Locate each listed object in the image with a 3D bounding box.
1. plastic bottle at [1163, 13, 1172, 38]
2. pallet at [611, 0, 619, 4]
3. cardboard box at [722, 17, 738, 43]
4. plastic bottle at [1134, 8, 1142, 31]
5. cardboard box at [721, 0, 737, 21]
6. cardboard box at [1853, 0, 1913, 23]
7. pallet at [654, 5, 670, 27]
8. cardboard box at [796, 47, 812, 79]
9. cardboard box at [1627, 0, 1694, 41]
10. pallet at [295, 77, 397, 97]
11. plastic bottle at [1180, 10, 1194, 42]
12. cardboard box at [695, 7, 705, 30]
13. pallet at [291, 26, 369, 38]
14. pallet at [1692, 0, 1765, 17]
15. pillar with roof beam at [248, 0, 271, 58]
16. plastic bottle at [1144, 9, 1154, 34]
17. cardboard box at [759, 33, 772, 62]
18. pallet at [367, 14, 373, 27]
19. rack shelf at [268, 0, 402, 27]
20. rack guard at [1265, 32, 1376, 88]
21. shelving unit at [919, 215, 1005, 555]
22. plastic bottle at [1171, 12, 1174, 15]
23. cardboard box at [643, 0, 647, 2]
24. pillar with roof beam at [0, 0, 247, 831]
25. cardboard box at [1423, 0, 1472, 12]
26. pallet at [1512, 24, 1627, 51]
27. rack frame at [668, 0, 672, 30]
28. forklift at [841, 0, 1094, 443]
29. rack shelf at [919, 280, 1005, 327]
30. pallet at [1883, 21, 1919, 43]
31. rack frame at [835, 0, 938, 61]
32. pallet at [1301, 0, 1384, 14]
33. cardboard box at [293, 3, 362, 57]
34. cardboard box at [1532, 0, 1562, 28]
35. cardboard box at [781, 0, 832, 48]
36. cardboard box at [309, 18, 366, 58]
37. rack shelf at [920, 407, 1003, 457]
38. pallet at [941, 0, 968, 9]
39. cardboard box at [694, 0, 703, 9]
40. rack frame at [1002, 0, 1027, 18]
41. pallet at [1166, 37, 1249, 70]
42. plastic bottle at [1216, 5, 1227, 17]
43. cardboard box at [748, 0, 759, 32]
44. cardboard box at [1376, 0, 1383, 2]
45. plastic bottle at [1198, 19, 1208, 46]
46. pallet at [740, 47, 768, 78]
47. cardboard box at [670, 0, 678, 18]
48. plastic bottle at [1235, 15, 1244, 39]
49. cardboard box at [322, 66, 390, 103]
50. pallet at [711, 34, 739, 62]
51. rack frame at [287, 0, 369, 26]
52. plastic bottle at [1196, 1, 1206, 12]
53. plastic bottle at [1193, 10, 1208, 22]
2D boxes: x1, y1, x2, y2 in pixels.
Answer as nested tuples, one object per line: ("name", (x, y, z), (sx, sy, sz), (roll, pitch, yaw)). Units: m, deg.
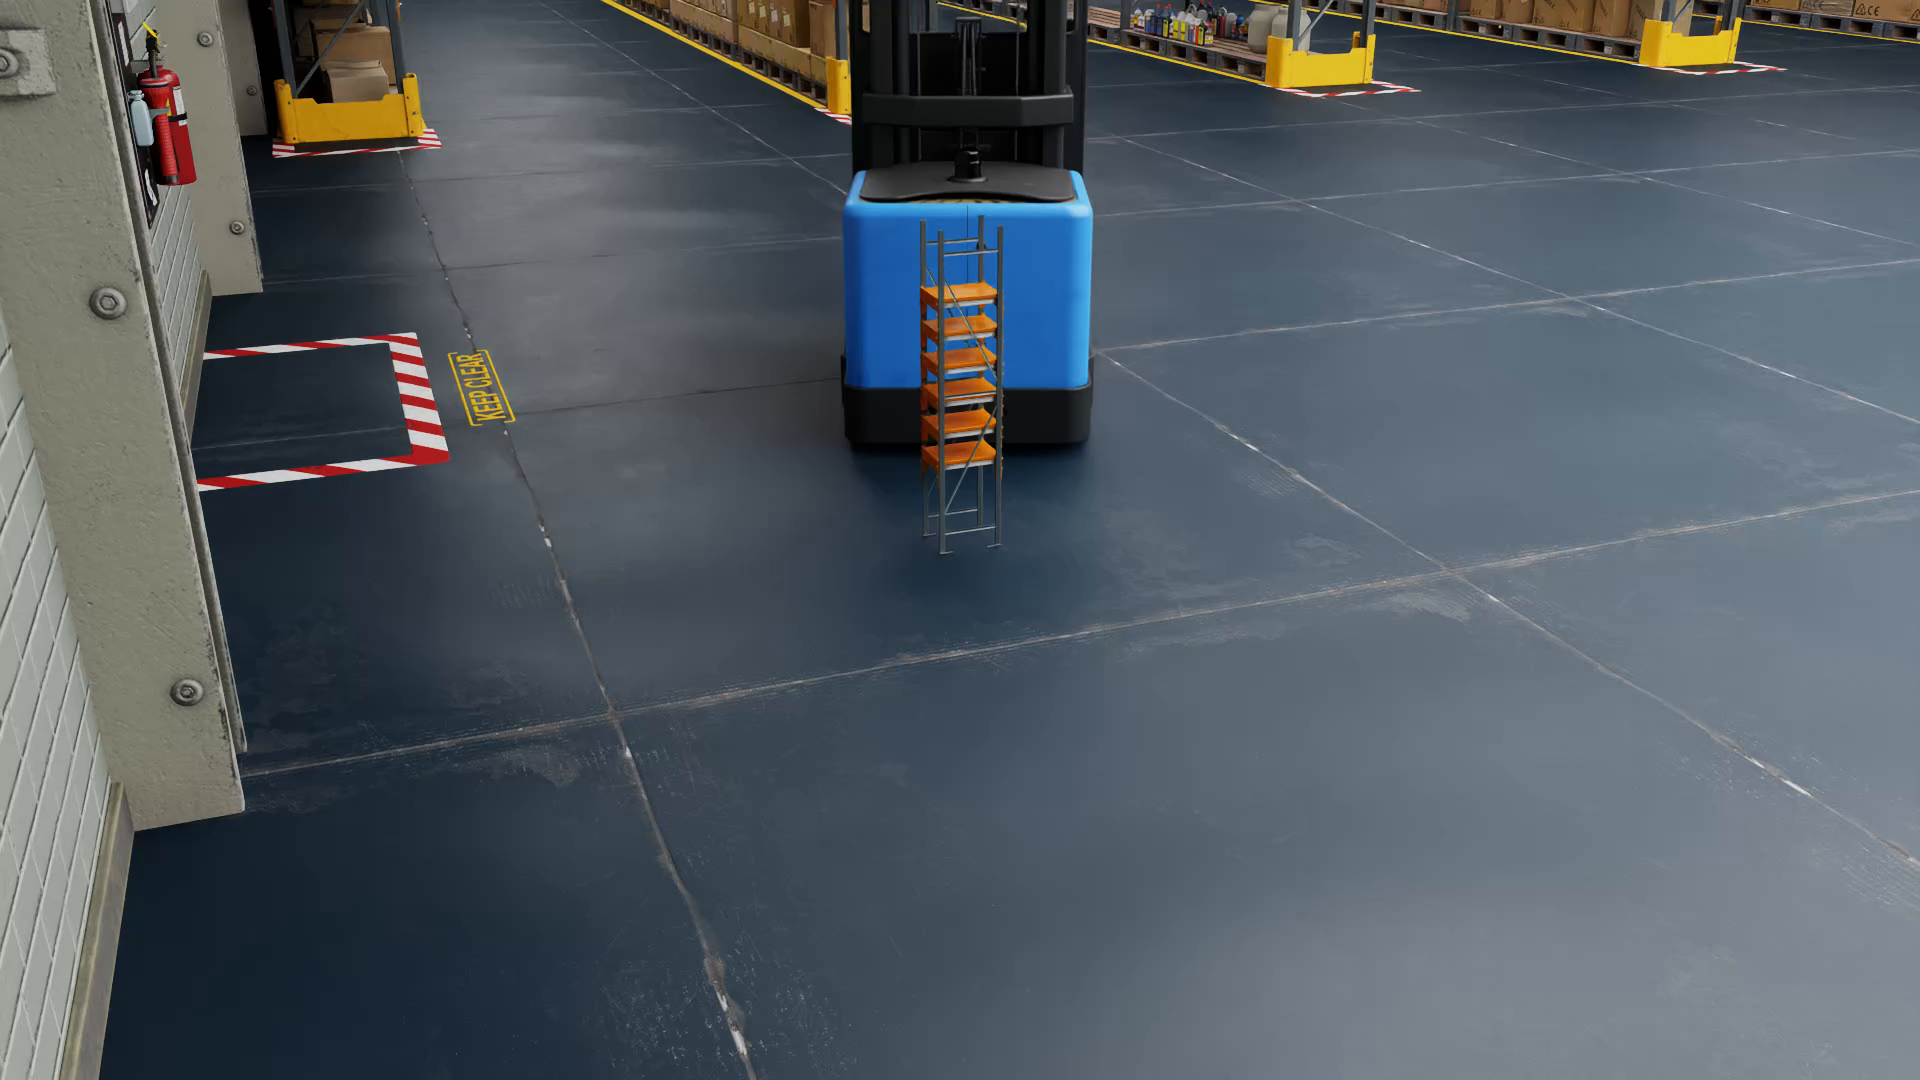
("plastic bottle", (2.502, -6.201, 20.031), (0.061, 0.283, 0.133), (-7, 24, -17))
("pallet", (-5.184, -8.928, 27.160), (1.003, 0.211, 1.213), (-8, 24, -19))
("cardboard box", (-2.534, -6.094, 19.845), (0.500, 0.250, 0.500), (-9, 24, -20))
("plastic bottle", (2.221, -6.504, 20.766), (0.097, 0.271, 0.097), (0, 23, 0))
("cardboard box", (-2.528, -6.349, 19.729), (0.500, 0.311, 0.500), (-8, 24, -19))
("cardboard box", (12.627, -7.376, 22.082), (0.875, 0.875, 0.875), (-9, 24, -20))
("pallet", (-3.758, -7.501, 23.775), (1.003, 0.211, 1.213), (-8, 24, -19))
("cardboard box", (-1.357, -4.864, 16.927), (0.500, 0.250, 0.500), (-8, 24, -19))
("cardboard box", (8.361, -6.232, 19.850), (0.500, 0.500, 0.500), (-4, 23, -9))
("pallet", (-6.044, -4.407, 16.434), (1.003, 0.211, 1.213), (-8, 24, -19))
("plastic bottle", (2.699, -6.076, 19.647), (0.144, 0.351, 0.185), (-7, 24, -17))
("cardboard box", (-3.071, -6.649, 21.162), (0.500, 0.250, 0.500), (-8, 24, -18))
("pallet", (-7.888, -6.260, 20.829), (1.003, 0.211, 1.213), (-8, 24, -19))
("pallet", (11.485, -8.043, 25.061), (1.003, 0.211, 1.213), (-8, 24, -19))
("pillar with roof beam", (-4.485, -10.593, 19.796), (9.100, 9.000, 0.400), (-8, 24, -19))
("plastic bottle", (2.361, -6.392, 20.495), (0.152, 0.276, 0.135), (-7, 24, -17))
("cardboard box", (-1.892, -5.408, 18.218), (0.500, 0.250, 0.500), (-8, 24, -19))
("pallet", (-8.370, -6.840, 22.208), (1.003, 0.211, 1.213), (-8, 24, -19))
("rack shelf", (-6.043, -5.317, 15.929), (1.077, 0.370, 4.000), (-8, 24, -19))
("rack guard", (3.861, -5.150, 17.826), (1.175, 0.500, 0.348), (-8, 24, -19))
("shelving unit", (0.005, -0.548, 6.004), (0.258, 1.200, 0.189), (-8, 24, -19))
("plastic bottle", (2.580, -6.294, 20.267), (0.097, 0.271, 0.097), (0, 23, 0))
("cardboard box", (-4.453, -8.246, 24.604), (0.500, 0.500, 0.500), (-9, 25, -21))
("pillar with roof beam", (1.874, -4.052, 4.279), (9.100, 9.000, 0.400), (-8, 24, -19))
("cardboard box", (6.956, -7.691, 23.287), (0.700, 0.500, 0.500), (-10, 25, -23))
("pallet", (7.858, -6.446, 21.272), (1.003, 0.211, 1.213), (-8, 24, -19))
("rack frame", (-3.529, -8.510, 22.578), (1.000, 3.000, 0.127), (-8, 24, -19))
("forklift", (0.038, -2.282, 7.889), (1.130, 2.935, 3.031), (0, 23, 0))
("rack shelf", (0.005, -0.838, 5.882), (0.258, 0.103, 0.180), (-8, 24, -19))
("pallet", (12.886, -6.599, 21.636), (1.003, 0.211, 1.213), (-8, 24, -19))
("rack frame", (-0.703, -5.603, 15.681), (1.000, 3.000, 0.127), (-8, 24, -19))
("pallet", (6.014, -8.298, 25.667), (1.003, 0.211, 1.213), (-8, 24, -19))
("cardboard box", (-7.025, -5.691, 18.543), (0.700, 0.500, 0.500), (-7, 24, -17))
("cardboard box", (7.759, -6.883, 21.396), (0.500, 0.500, 0.500), (-11, 25, -24))
("cardboard box", (-1.538, -5.390, 17.211), (0.500, 0.500, 0.500), (-8, 24, -19))
("cardboard box", (-6.345, -5.054, 17.032), (0.500, 0.500, 0.500), (-10, 25, -23))
("rack shelf", (0.005, -0.396, 6.068), (0.258, 0.103, 0.180), (-8, 24, -19))
("pallet", (0.361, -8.626, 26.445), (1.003, 0.211, 1.213), (-8, 24, -19))
("cardboard box", (-3.065, -6.902, 21.041), (0.500, 0.311, 0.500), (-9, 24, -20))
("rack frame", (1.106, -9.188, 24.187), (1.000, 3.000, 0.127), (-8, 24, -19))
("pallet", (3.152, -5.756, 19.634), (1.003, 0.211, 1.213), (-8, 24, -19))
("plastic bottle", (3.198, -6.335, 20.263), (0.144, 0.351, 0.185), (-8, 24, -19))
("cardboard box", (-2.061, -5.936, 18.506), (0.500, 0.500, 0.500), (-8, 24, -19))
("cardboard box", (6.410, -8.273, 24.668), (0.700, 0.500, 0.500), (-6, 24, -15))
("plastic bottle", (2.815, -5.879, 19.268), (0.061, 0.283, 0.133), (-8, 24, -18))
("pallet", (-1.875, -5.477, 18.972), (1.003, 0.211, 1.213), (-8, 24, -19))
("cardboard box", (-3.619, -7.206, 22.483), (0.500, 0.250, 0.500), (-8, 24, -19))
("plastic bottle", (3.355, -6.163, 19.956), (0.097, 0.271, 0.097), (0, 23, 0))
("cardboard box", (-5.496, -4.149, 15.128), (0.500, 0.311, 0.500), (-11, 25, -25))
("pallet", (-2.413, -6.034, 20.294), (1.003, 0.211, 1.213), (-8, 24, -19))
("rack frame", (-8.162, -7.829, 20.962), (1.000, 3.000, 0.127), (-8, 24, -19))
("plastic bottle", (3.016, -6.522, 20.706), (0.144, 0.351, 0.185), (-9, 24, -20))
("plastic bottle", (2.954, -6.388, 20.486), (0.152, 0.276, 0.135), (-8, 24, -19))
